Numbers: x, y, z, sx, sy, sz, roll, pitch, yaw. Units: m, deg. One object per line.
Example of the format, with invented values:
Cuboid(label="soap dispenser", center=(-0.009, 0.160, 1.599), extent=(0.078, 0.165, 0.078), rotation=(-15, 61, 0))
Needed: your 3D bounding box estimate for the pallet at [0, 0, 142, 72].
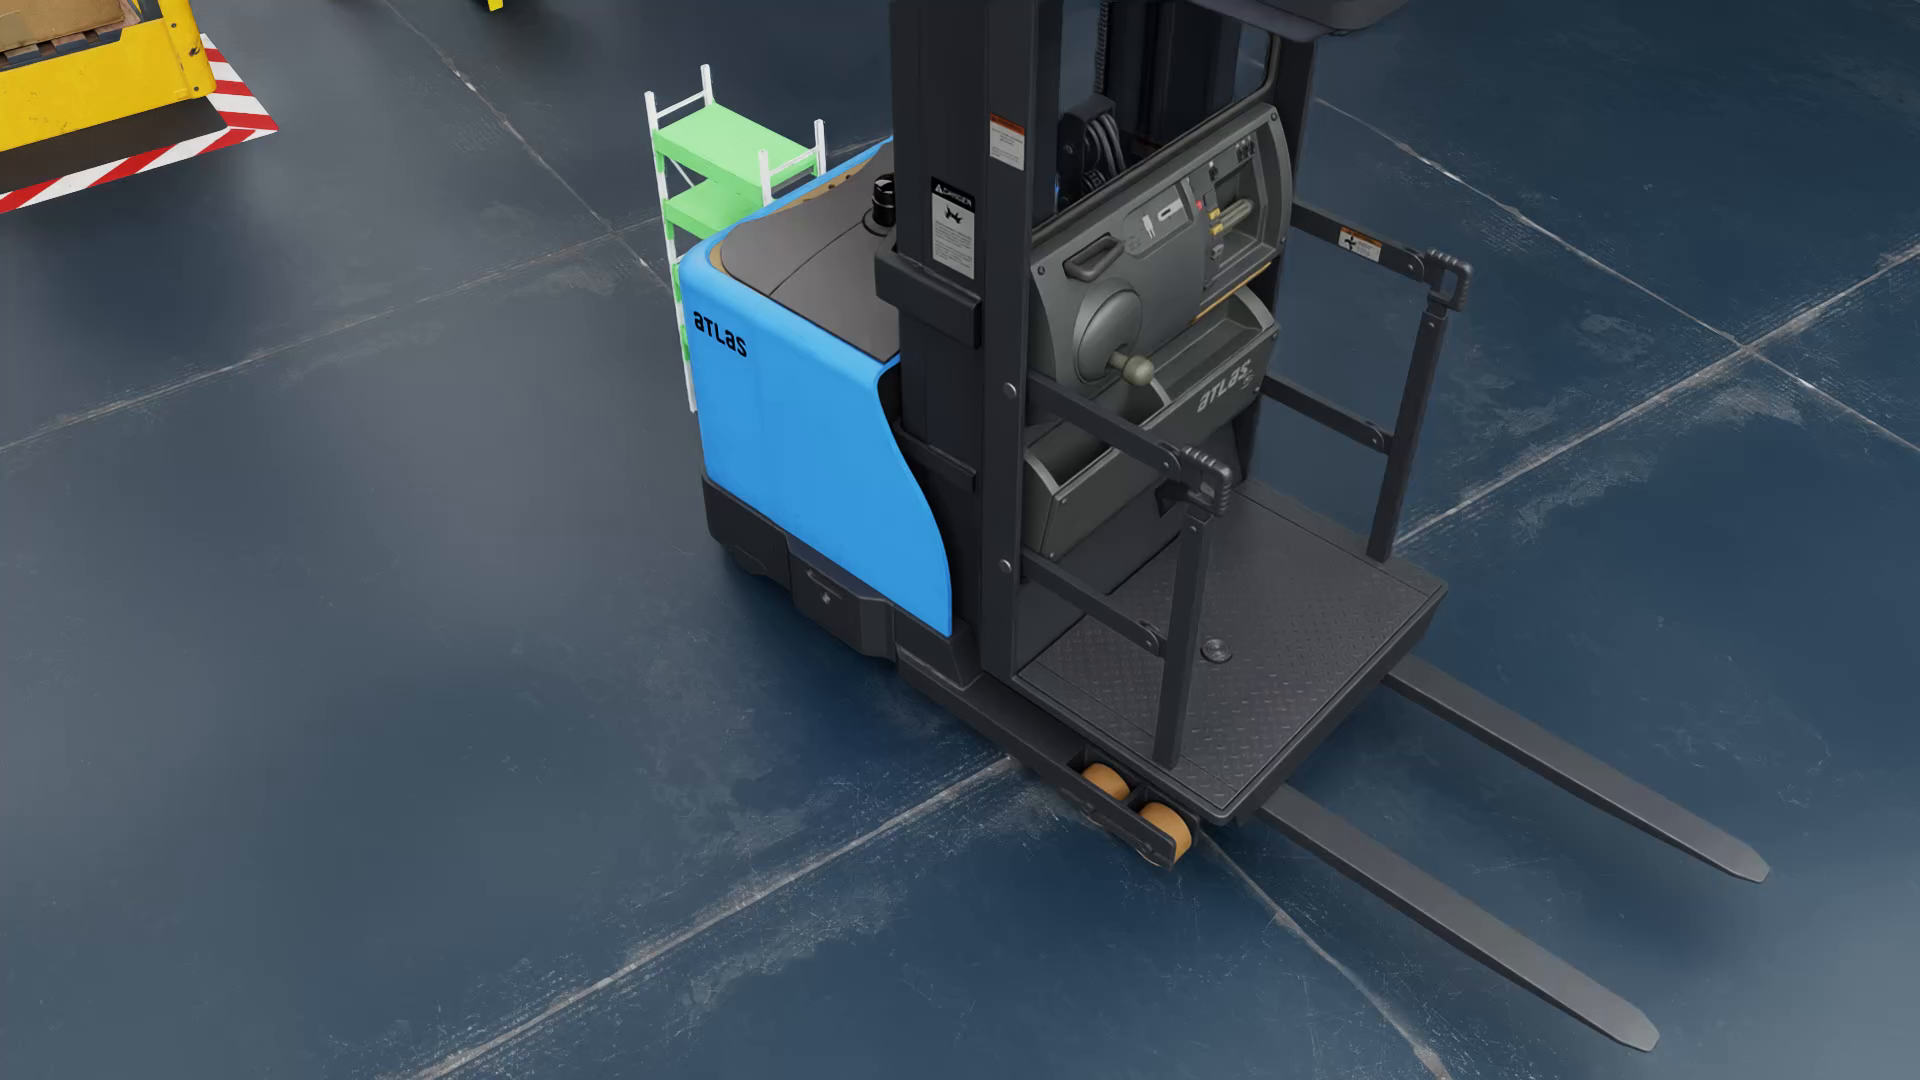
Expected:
Cuboid(label="pallet", center=(-4.366, -2.354, 7.563), extent=(1.003, 0.211, 1.213), rotation=(-26, 49, -24))

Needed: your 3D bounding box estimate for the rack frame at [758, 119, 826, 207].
Cuboid(label="rack frame", center=(-0.479, -0.711, 5.126), extent=(0.015, 1.200, 0.240), rotation=(32, 52, 29))

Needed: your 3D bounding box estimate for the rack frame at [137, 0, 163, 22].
Cuboid(label="rack frame", center=(-3.845, -2.941, 6.158), extent=(1.000, 3.000, 0.127), rotation=(-26, 49, -24))

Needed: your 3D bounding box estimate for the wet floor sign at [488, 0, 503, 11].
Cuboid(label="wet floor sign", center=(-2.204, -2.855, 7.774), extent=(0.267, 0.644, 0.232), rotation=(-35, 53, -31))

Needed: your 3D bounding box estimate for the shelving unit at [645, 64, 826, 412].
Cuboid(label="shelving unit", center=(-0.660, -0.824, 5.244), extent=(0.503, 1.200, 0.258), rotation=(32, 52, 29))

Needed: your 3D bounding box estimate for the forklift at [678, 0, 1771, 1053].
Cuboid(label="forklift", center=(0.646, -0.622, 3.778), extent=(3.031, 2.935, 1.130), rotation=(32, 52, 29))

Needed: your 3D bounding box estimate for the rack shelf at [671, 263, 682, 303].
Cuboid(label="rack shelf", center=(-0.660, -0.778, 5.289), extent=(0.480, 0.148, 0.258), rotation=(32, 52, 29))

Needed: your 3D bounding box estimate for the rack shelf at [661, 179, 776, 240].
Cuboid(label="rack shelf", center=(-0.660, -0.952, 5.123), extent=(0.480, 0.148, 0.258), rotation=(32, 52, 29))

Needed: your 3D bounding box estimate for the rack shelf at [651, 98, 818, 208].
Cuboid(label="rack shelf", center=(-0.660, -1.125, 4.957), extent=(0.480, 0.148, 0.258), rotation=(32, 52, 29))

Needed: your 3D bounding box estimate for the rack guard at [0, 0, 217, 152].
Cuboid(label="rack guard", center=(-3.831, -2.023, 7.007), extent=(1.175, 0.500, 0.348), rotation=(-26, 49, -24))

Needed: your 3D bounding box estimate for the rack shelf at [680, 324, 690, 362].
Cuboid(label="rack shelf", center=(-0.660, -0.604, 5.454), extent=(0.480, 0.148, 0.258), rotation=(32, 52, 29))

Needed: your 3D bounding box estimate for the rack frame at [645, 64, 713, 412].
Cuboid(label="rack frame", center=(-0.841, -0.937, 5.363), extent=(0.015, 1.200, 0.240), rotation=(32, 52, 29))

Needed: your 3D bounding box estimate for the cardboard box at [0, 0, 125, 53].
Cuboid(label="cardboard box", center=(-4.287, -2.682, 7.122), extent=(0.875, 0.875, 0.875), rotation=(-25, 49, -24))
